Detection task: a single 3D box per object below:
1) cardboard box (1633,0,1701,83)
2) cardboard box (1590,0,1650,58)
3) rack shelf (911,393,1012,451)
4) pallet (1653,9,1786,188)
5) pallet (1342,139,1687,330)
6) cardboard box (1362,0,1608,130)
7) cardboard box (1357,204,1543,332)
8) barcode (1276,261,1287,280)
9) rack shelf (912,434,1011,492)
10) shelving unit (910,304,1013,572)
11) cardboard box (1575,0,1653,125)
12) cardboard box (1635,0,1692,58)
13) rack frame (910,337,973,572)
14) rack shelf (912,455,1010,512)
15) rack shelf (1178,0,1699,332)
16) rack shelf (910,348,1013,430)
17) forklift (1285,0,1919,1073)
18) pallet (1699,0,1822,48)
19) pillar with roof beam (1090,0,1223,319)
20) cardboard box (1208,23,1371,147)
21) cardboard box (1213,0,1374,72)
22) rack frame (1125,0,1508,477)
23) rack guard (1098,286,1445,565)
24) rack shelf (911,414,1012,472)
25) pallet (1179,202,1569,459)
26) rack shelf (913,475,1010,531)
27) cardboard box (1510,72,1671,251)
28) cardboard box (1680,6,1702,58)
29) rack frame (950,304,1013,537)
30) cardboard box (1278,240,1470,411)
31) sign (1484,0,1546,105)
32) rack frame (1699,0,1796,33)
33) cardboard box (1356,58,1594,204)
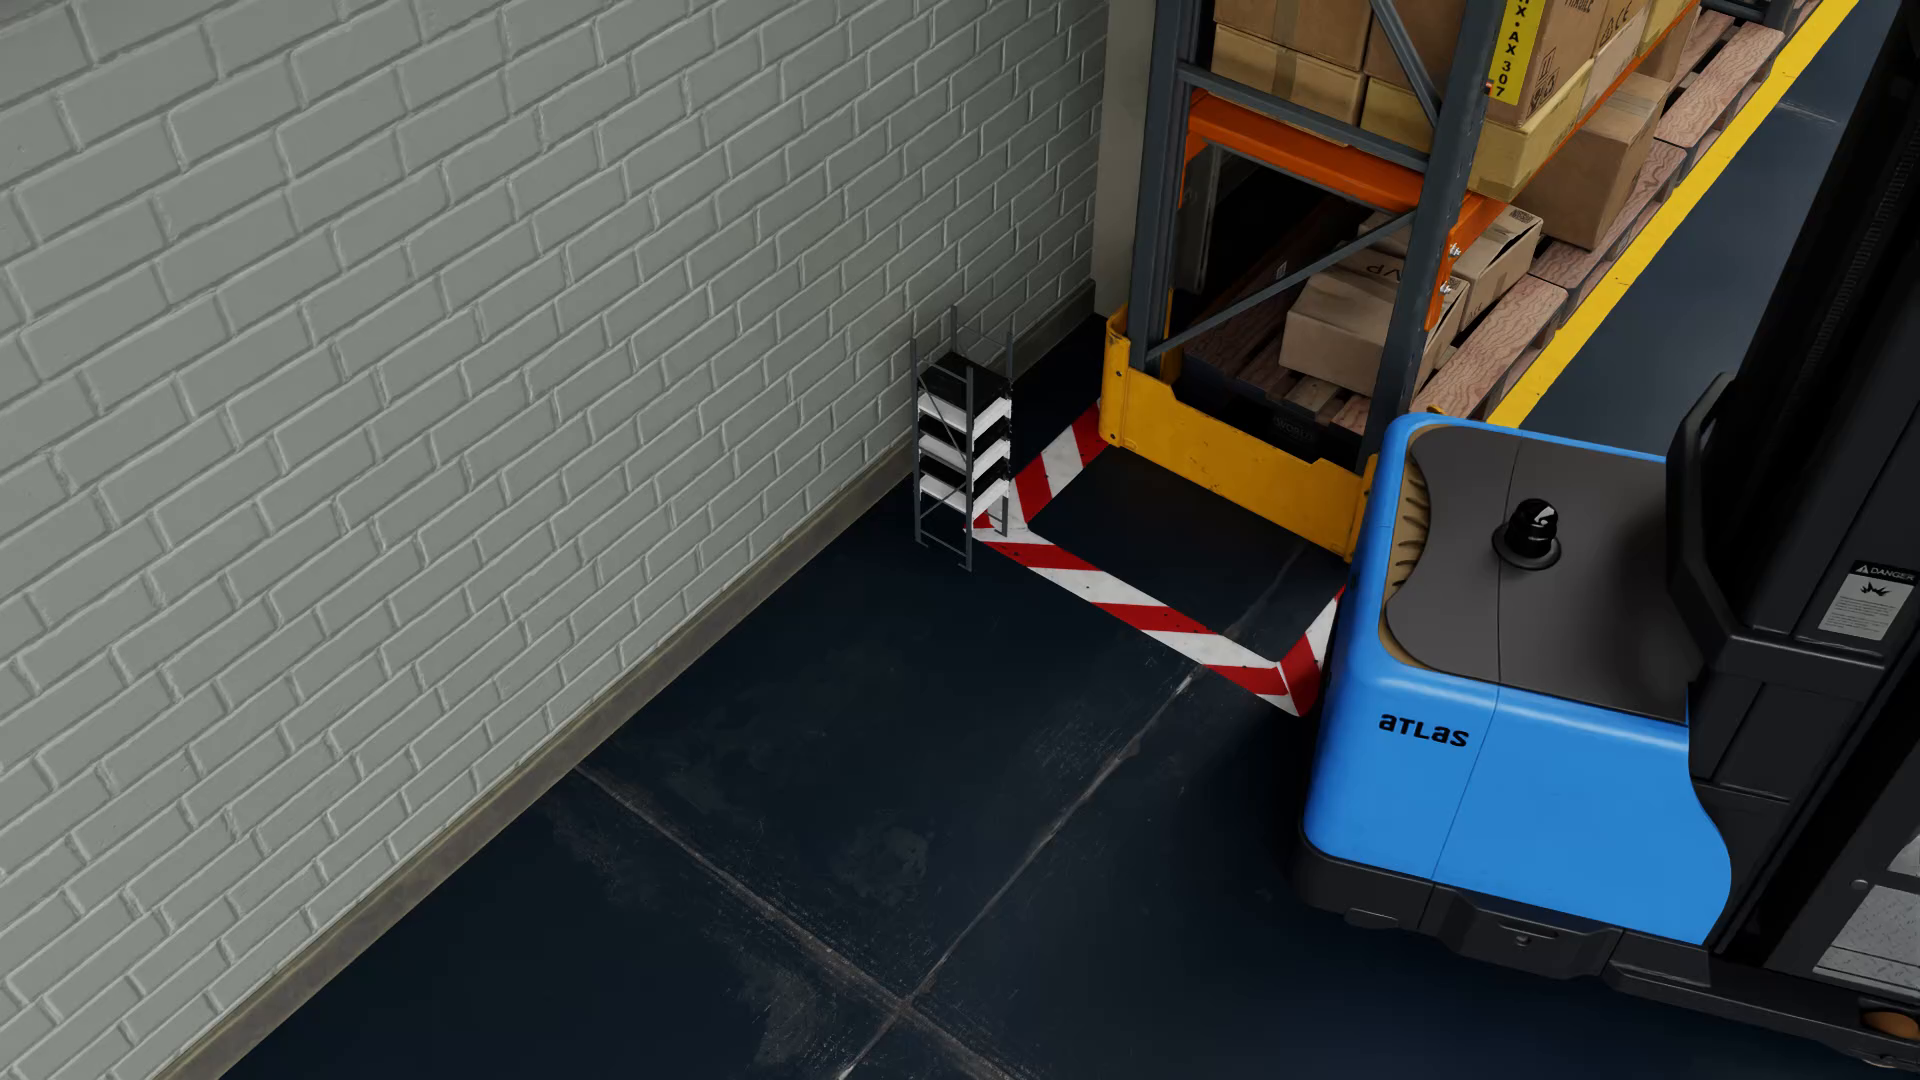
[{"bbox_3d":[2.846,-2.191,7.193,0.500,0.500,0.500,25,51,22],"label":"cardboard box"},{"bbox_3d":[1.843,-1.858,5.021,0.500,0.500,0.500,29,53,25],"label":"cardboard box"},{"bbox_3d":[0.005,-0.417,5.323,0.258,0.077,0.200,29,53,25],"label":"rack shelf"},{"bbox_3d":[3.066,-2.151,7.658,1.003,0.211,1.213,29,53,25],"label":"pallet"},{"bbox_3d":[2.321,-1.449,6.989,1.003,0.211,1.213,29,53,25],"label":"pallet"},{"bbox_3d":[1.533,-1.579,4.755,0.500,0.500,0.500,29,53,25],"label":"cardboard box"},{"bbox_3d":[1.846,-1.130,6.311,0.500,0.311,0.500,34,55,28],"label":"cardboard box"},{"bbox_3d":[1.192,-0.994,6.174,0.001,0.075,0.075,29,53,25],"label":"barcode"},{"bbox_3d":[0.005,-0.292,5.453,0.258,0.077,0.200,29,53,25],"label":"rack shelf"},{"bbox_3d":[0.005,-0.315,5.429,0.258,0.900,0.210,29,53,25],"label":"shelving unit"},{"bbox_3d":[1.859,-1.622,5.315,0.500,0.250,0.500,28,52,24],"label":"cardboard box"},{"bbox_3d":[2.175,-1.911,5.591,0.500,0.250,0.500,28,53,24],"label":"cardboard box"},{"bbox_3d":[-0.057,-0.257,5.373,0.240,0.900,0.006,29,53,25],"label":"rack frame"},{"bbox_3d":[0.005,-0.230,5.518,0.258,0.077,0.200,29,53,25],"label":"rack shelf"},{"bbox_3d":[2.226,-2.121,6.199,1.077,0.370,4.000,29,53,25],"label":"rack shelf"},{"bbox_3d":[0.005,-0.479,5.258,0.258,0.077,0.200,29,53,25],"label":"rack shelf"},{"bbox_3d":[2.503,-0.006,3.729,3.031,2.935,1.130,12,48,11],"label":"forklift"},{"bbox_3d":[3.924,-2.997,8.467,1.003,0.211,1.213,29,53,25],"label":"pallet"},{"bbox_3d":[4.154,-2.177,1.606,9.100,9.000,0.400,29,53,25],"label":"pillar with roof beam"},{"bbox_3d":[1.136,-1.533,5.230,0.500,0.250,0.500,30,53,25],"label":"cardboard box"},{"bbox_3d":[1.123,-1.803,4.969,0.500,0.500,0.500,29,53,25],"label":"cardboard box"},{"bbox_3d":[1.003,-1.225,4.846,1.000,3.000,0.127,29,53,25],"label":"rack frame"},{"bbox_3d":[1.050,-0.405,5.791,1.175,0.500,0.348,29,53,25],"label":"rack guard"},{"bbox_3d":[0.005,-0.355,5.388,0.258,0.077,0.200,29,53,25],"label":"rack shelf"},{"bbox_3d":[1.575,-0.754,6.325,1.003,0.211,1.213,29,53,25],"label":"pallet"},{"bbox_3d":[0.005,-0.168,5.583,0.258,0.077,0.200,29,53,25],"label":"rack shelf"},{"bbox_3d":[2.334,-1.593,6.622,0.700,0.500,0.500,26,52,23],"label":"cardboard box"},{"bbox_3d":[3.146,-2.368,7.592,0.380,0.166,0.250,23,50,20],"label":"cardboard box"},{"bbox_3d":[0.067,-0.374,5.484,0.240,0.900,0.006,29,53,25],"label":"rack frame"},{"bbox_3d":[1.498,-0.804,5.999,0.500,0.311,0.500,24,51,21],"label":"cardboard box"},{"bbox_3d":[1.433,-1.284,4.304,0.100,0.325,0.005,29,53,25],"label":"sign"},{"bbox_3d":[3.449,-3.514,7.032,1.000,3.000,0.127,29,53,25],"label":"rack frame"},{"bbox_3d":[1.553,-1.319,5.025,0.500,0.250,0.500,28,52,24],"label":"cardboard box"}]
